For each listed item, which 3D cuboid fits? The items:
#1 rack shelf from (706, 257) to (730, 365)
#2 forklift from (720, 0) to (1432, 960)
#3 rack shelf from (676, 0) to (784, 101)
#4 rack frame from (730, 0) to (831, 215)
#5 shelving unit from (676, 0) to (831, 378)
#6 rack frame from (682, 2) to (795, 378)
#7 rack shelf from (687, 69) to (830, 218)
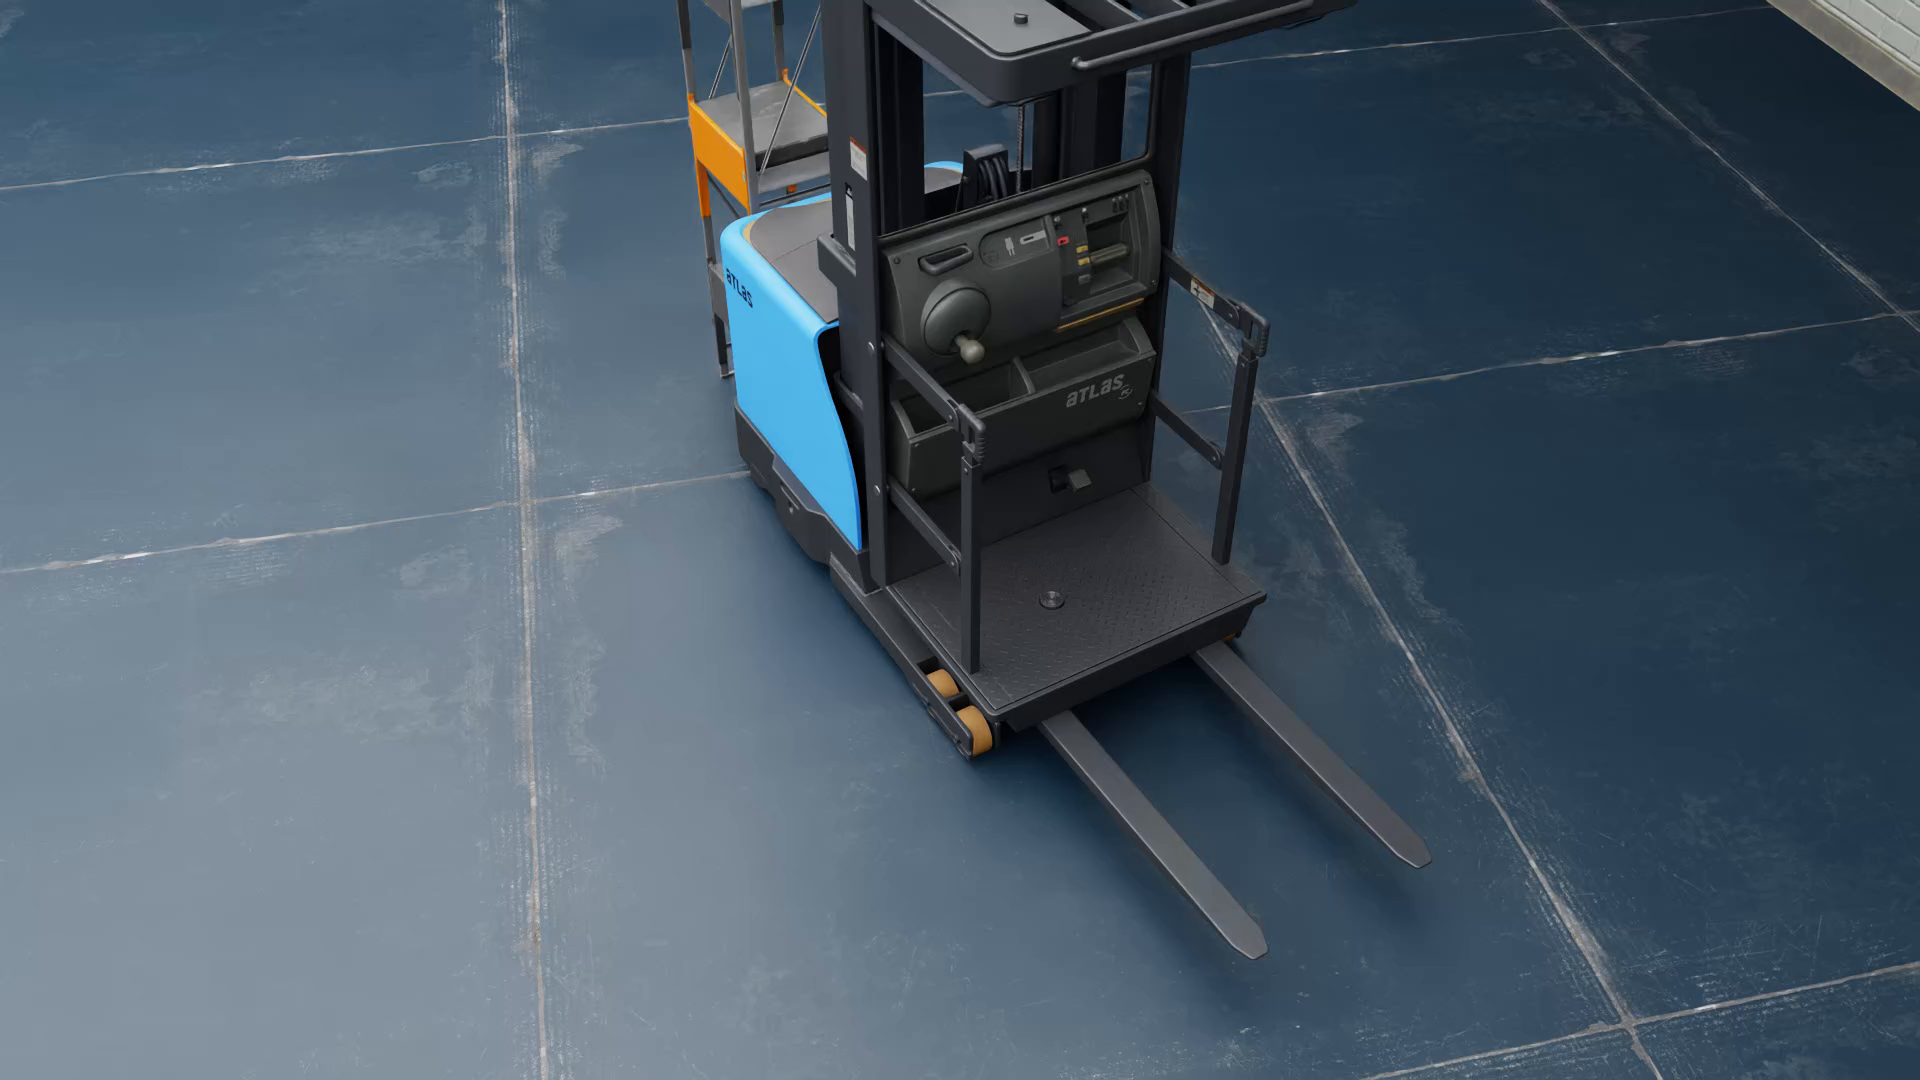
[{"bbox_3d":[-0.712,-0.866,6.719,0.431,0.518,0.480,-22,46,-23],"label":"rack shelf"},{"bbox_3d":[0.320,-0.742,4.878,1.130,2.935,3.031,-22,46,-23],"label":"forklift"},{"bbox_3d":[-0.711,-1.913,5.790,0.431,0.518,0.480,-22,46,-23],"label":"rack shelf"},{"bbox_3d":[-0.586,-1.261,6.089,0.400,2.100,0.015,-22,46,-23],"label":"rack frame"},{"bbox_3d":[-0.712,-1.400,6.246,0.431,2.100,0.503,-22,46,-23],"label":"shelving unit"},{"bbox_3d":[-0.837,-1.539,6.402,0.400,2.100,0.015,-22,46,-23],"label":"rack frame"},{"bbox_3d":[-0.712,-1.390,6.255,0.431,0.518,0.480,-22,46,-23],"label":"rack shelf"}]
